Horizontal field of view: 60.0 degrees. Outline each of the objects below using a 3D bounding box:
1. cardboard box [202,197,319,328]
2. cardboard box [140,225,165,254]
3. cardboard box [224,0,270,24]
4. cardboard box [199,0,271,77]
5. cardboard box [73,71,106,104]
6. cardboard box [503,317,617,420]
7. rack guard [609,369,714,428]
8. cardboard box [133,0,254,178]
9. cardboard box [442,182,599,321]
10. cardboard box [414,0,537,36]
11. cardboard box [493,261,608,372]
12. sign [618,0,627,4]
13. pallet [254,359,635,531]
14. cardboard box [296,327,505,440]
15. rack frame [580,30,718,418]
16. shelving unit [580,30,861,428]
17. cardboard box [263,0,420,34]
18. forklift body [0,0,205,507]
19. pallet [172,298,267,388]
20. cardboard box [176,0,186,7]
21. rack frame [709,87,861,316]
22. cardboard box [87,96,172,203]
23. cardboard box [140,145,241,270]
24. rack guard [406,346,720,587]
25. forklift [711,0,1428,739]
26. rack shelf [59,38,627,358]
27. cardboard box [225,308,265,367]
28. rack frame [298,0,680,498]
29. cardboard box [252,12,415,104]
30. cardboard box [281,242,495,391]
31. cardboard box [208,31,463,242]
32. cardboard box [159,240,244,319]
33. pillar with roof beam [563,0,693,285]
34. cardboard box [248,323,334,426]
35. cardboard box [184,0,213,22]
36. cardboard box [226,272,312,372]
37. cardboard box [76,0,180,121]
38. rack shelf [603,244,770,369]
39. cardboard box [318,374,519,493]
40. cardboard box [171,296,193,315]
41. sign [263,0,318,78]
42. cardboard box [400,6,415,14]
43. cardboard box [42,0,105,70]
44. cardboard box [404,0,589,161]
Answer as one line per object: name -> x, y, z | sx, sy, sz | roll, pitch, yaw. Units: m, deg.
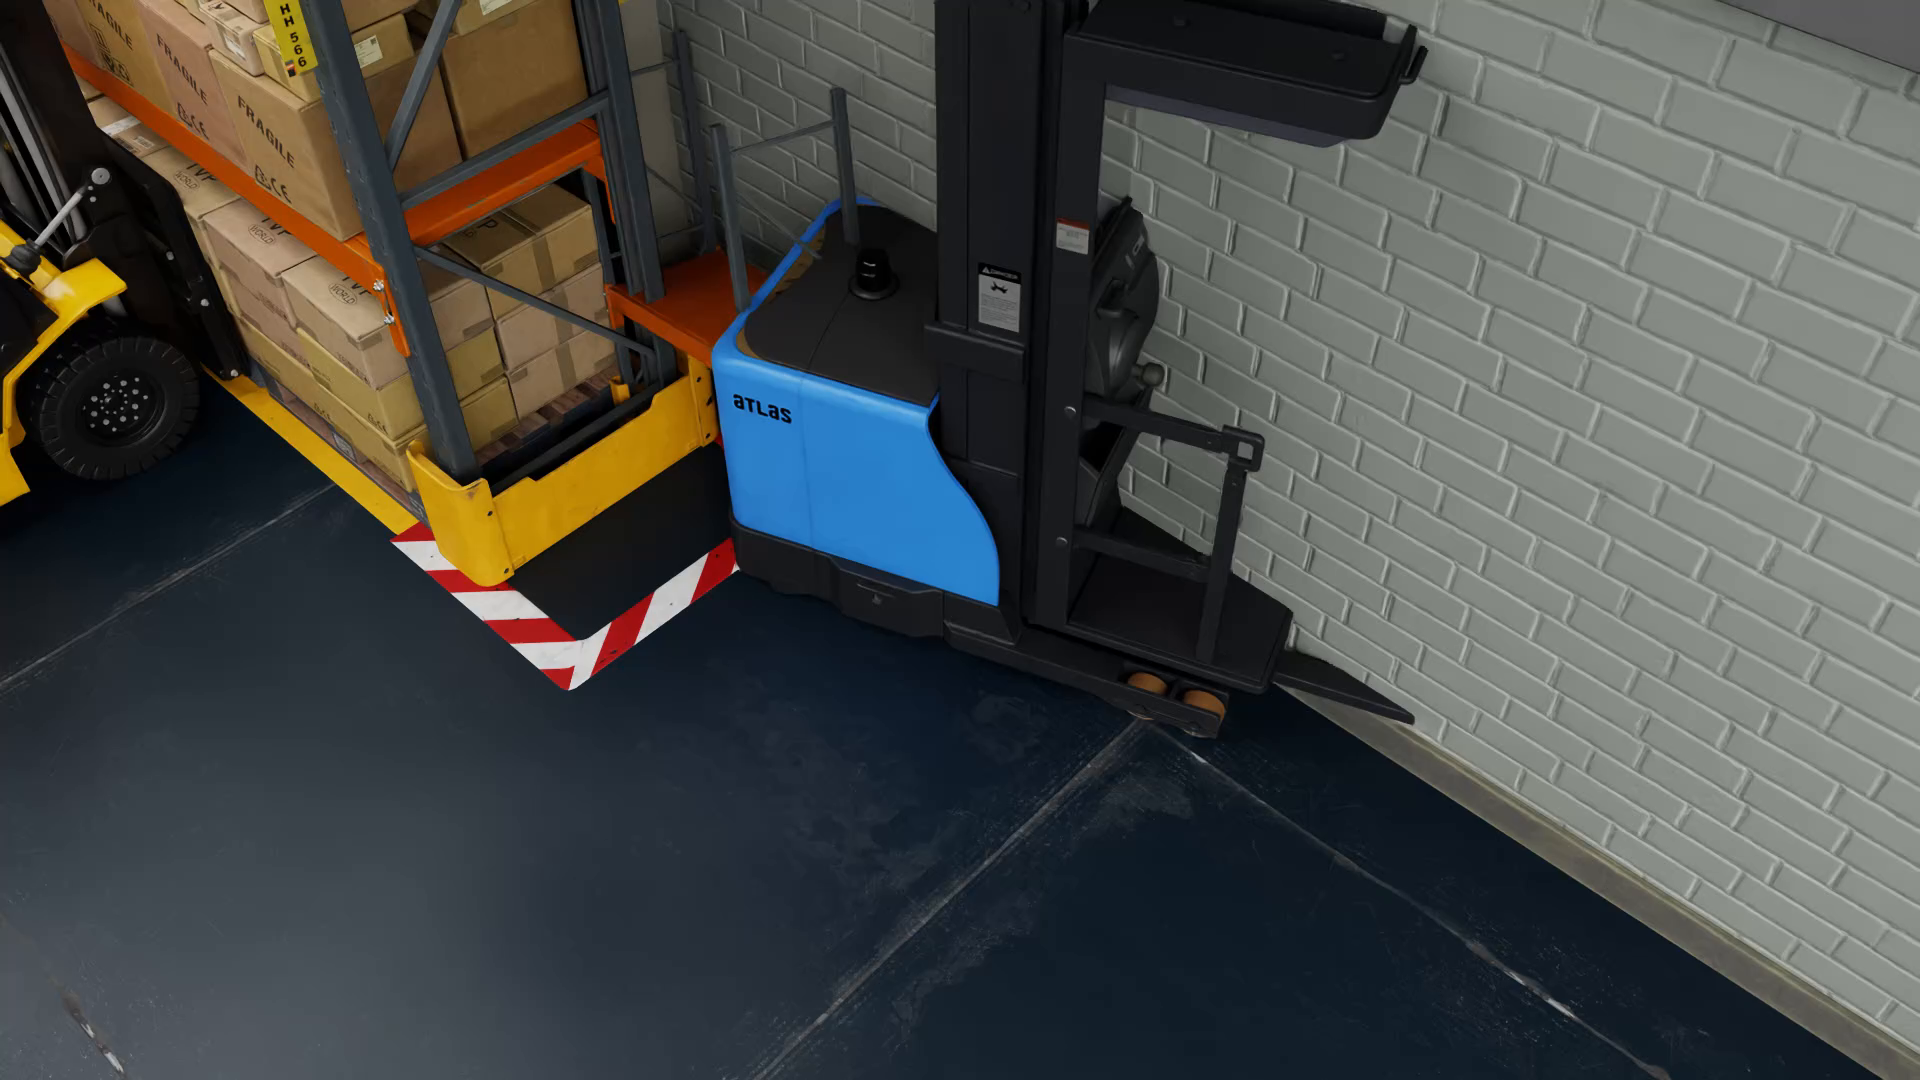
cardboard box -> -2.405, -1.100, 6.137 | 0.500, 0.250, 0.500 | 35, 56, 28
cardboard box -> -3.165, -1.439, 6.799 | 0.500, 0.250, 0.500 | 34, 55, 28
cardboard box -> -2.084, -1.773, 5.139 | 0.250, 0.149, 0.380 | 34, 55, 28
cardboard box -> -2.128, -1.633, 5.212 | 0.250, 0.149, 0.380 | 35, 56, 28
cardboard box -> -3.530, -1.862, 6.853 | 0.500, 0.250, 0.500 | 36, 56, 29
cardboard box -> -1.704, -0.795, 6.537 | 0.500, 0.250, 0.500 | 34, 56, 28
rack guard -> -1.123, -0.620, 6.719 | 0.587, 0.250, 0.087 | -26, 39, -30
cardboard box -> -2.390, -1.644, 5.667 | 0.500, 0.500, 0.500 | 36, 56, 29
cardboard box -> -1.700, -1.129, 6.165 | 0.500, 0.250, 0.500 | 33, 55, 27
cardboard box -> -1.549, -1.808, 5.377 | 0.250, 0.149, 0.380 | 33, 55, 27
cardboard box -> -1.680, -0.963, 6.351 | 0.500, 0.250, 0.500 | 35, 56, 28
sign -> -1.095, -1.863, 5.294 | 0.005, 0.325, 0.100 | 34, 55, 28
pallet -> -2.066, -0.646, 6.712 | 1.213, 0.211, 1.003 | 34, 55, 28
cardboard box -> -2.045, -0.692, 6.097 | 0.500, 0.250, 0.500 | 33, 55, 27
rack frame -> -1.163, -1.145, 6.382 | 0.500, 1.500, 0.032 | -26, 39, -30
shelving unit -> -0.852, -0.950, 6.043 | 0.587, 1.500, 1.083 | -26, 39, -30
cardboard box -> -1.882, -1.667, 5.040 | 0.250, 0.149, 0.380 | 34, 55, 28
forklift body -> -4.106, -0.915, 5.634 | 1.214, 2.155, 2.313 | 34, 55, 28
pallet -> -2.958, -1.250, 7.278 | 1.213, 0.211, 1.003 | 34, 55, 28
cardboard box -> -2.452, -1.923, 5.484 | 0.250, 0.149, 0.380 | 34, 55, 27
rack frame -> -0.531, -0.748, 5.692 | 0.500, 1.500, 0.032 | -26, 39, -30
cardboard box -> -3.150, -1.599, 6.606 | 0.500, 0.250, 0.500 | 33, 55, 27
cardboard box -> -2.782, -1.344, 6.367 | 0.500, 0.250, 0.500 | 35, 56, 28
rack guard -> -1.458, -0.378, 6.262 | 0.348, 0.500, 1.175 | 34, 55, 28
forklift -> 0.742, -0.780, 4.972 | 3.031, 2.935, 1.130 | 17, 49, 15
rack shelf -> -2.945, -1.988, 6.552 | 4.000, 0.370, 1.077 | 34, 55, 28
cardboard box -> -2.756, -1.014, 6.743 | 0.500, 0.250, 0.500 | 35, 56, 28
rack frame -> -1.476, -1.245, 5.362 | 0.127, 3.000, 1.000 | 34, 55, 28
cardboard box -> -1.920, -1.523, 5.109 | 0.250, 0.149, 0.380 | 35, 56, 28
cardboard box -> -2.026, -0.851, 5.903 | 0.500, 0.250, 0.500 | 36, 56, 29
cardboard box -> -2.015, -1.382, 5.422 | 0.500, 0.500, 0.500 | 33, 55, 27
cardboard box -> -2.800, -1.190, 6.565 | 0.500, 0.250, 0.500 | 33, 55, 27
pillar with roof beam -> -4.296, -1.820, 1.786 | 0.400, 9.000, 9.100 | 34, 55, 28
cardboard box -> -2.394, -0.762, 6.506 | 0.500, 0.250, 0.500 | 34, 55, 28
cardboard box -> -2.278, -1.794, 5.364 | 0.250, 0.149, 0.380 | 35, 56, 28
cardboard box -> -2.407, -0.946, 6.336 | 0.500, 0.250, 0.500 | 33, 55, 27
cardboard box -> -2.767, -1.897, 5.905 | 0.500, 0.500, 0.500 | 33, 55, 27
rack shelf -> -0.835, -0.796, 6.134 | 0.538, 0.185, 1.000 | -26, 39, -30
cardboard box -> -2.035, -0.511, 6.270 | 0.500, 0.250, 0.500 | 34, 56, 28
cardboard box -> -3.153, -1.259, 6.972 | 0.500, 0.250, 0.500 | 36, 56, 29
sign -> -1.854, -1.439, 4.587 | 0.005, 0.325, 0.100 | 34, 55, 28
cardboard box -> -1.774, -1.896, 5.459 | 0.250, 0.149, 0.380 | 34, 55, 28
cardboard box -> -3.144, -2.139, 6.133 | 0.500, 0.500, 0.500 | 34, 56, 28
cardboard box -> -1.651, -1.673, 5.695 | 0.500, 0.500, 0.500 | 36, 56, 29
